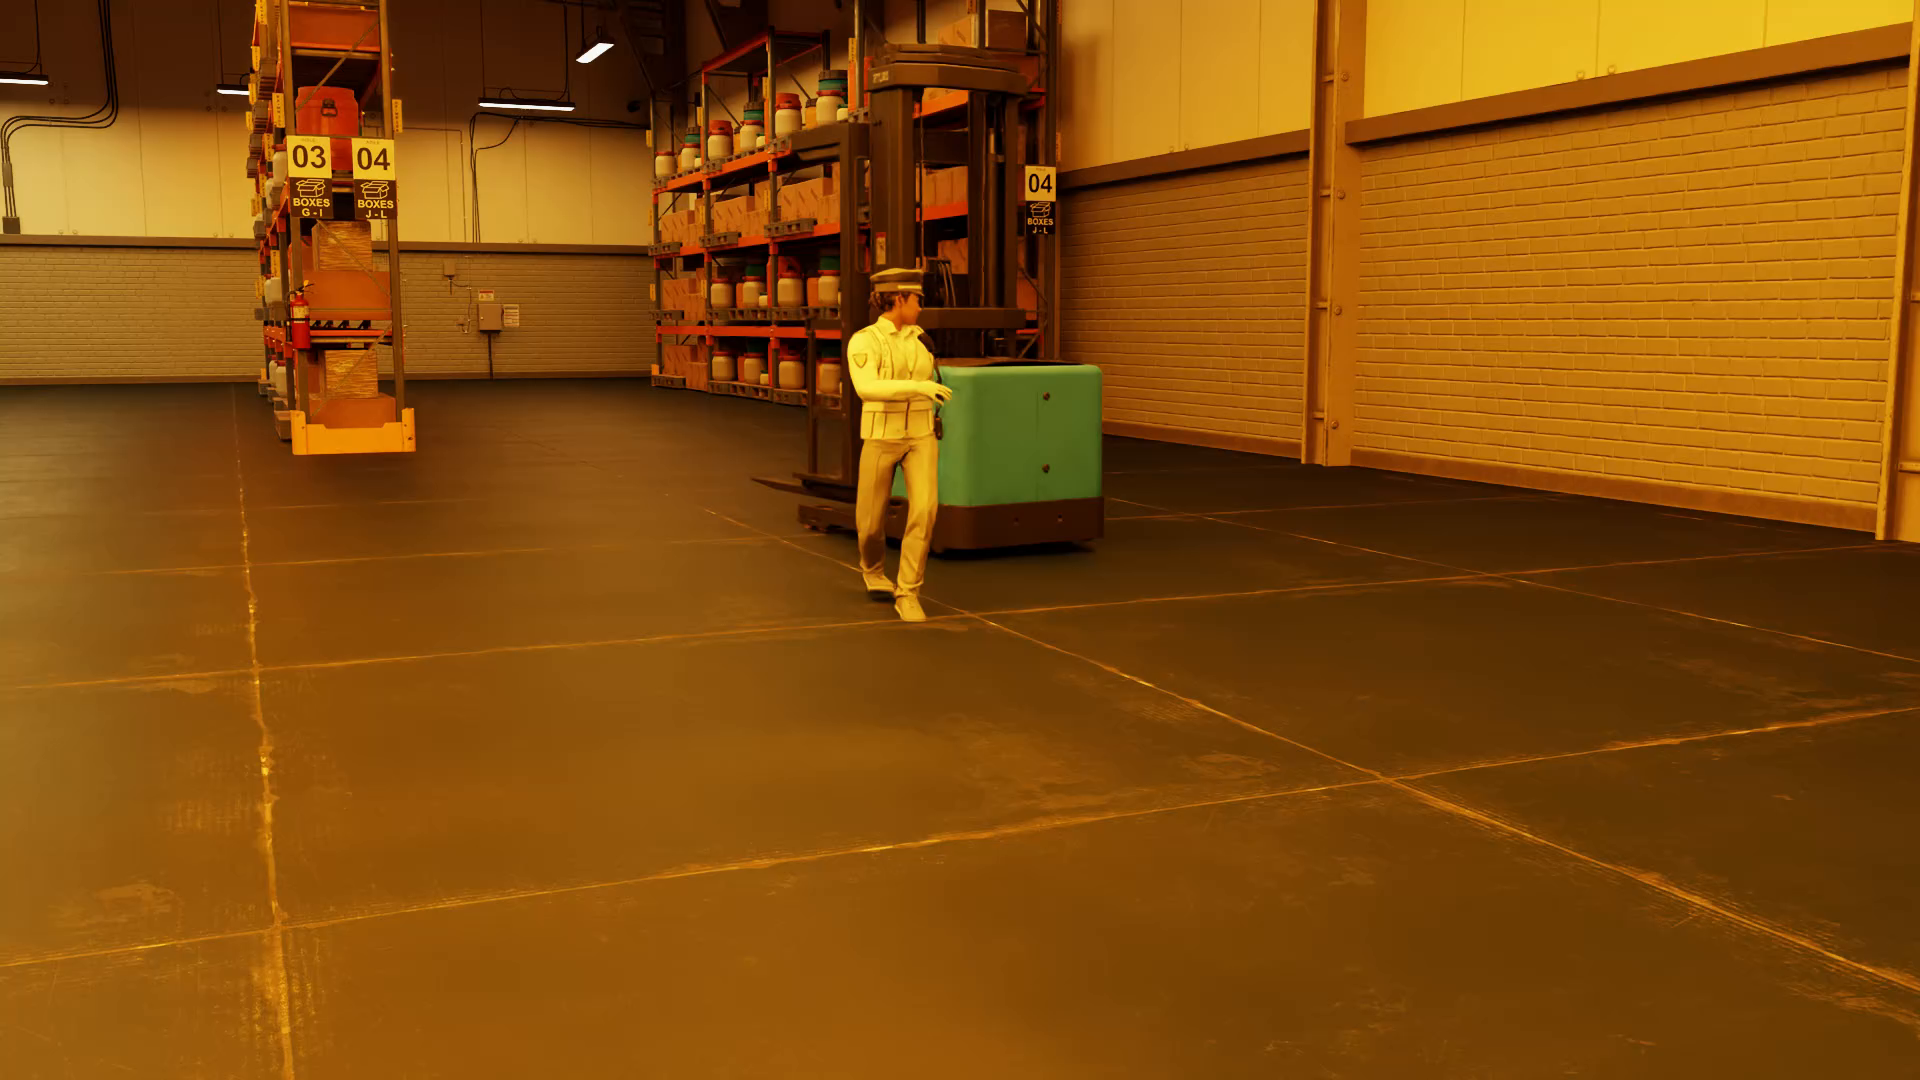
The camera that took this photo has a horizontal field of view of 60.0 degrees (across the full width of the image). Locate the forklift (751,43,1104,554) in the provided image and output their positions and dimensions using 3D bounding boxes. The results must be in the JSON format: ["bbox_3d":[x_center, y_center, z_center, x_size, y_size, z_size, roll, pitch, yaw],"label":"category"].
[{"bbox_3d":[-0.380,-1.527,10.524,1.130,2.935,3.031,-5,9,-33],"label":"forklift"}]

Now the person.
[{"bbox_3d":[-0.272,-0.452,7.689,0.517,1.590,0.853,-2,8,-17],"label":"person"}]
